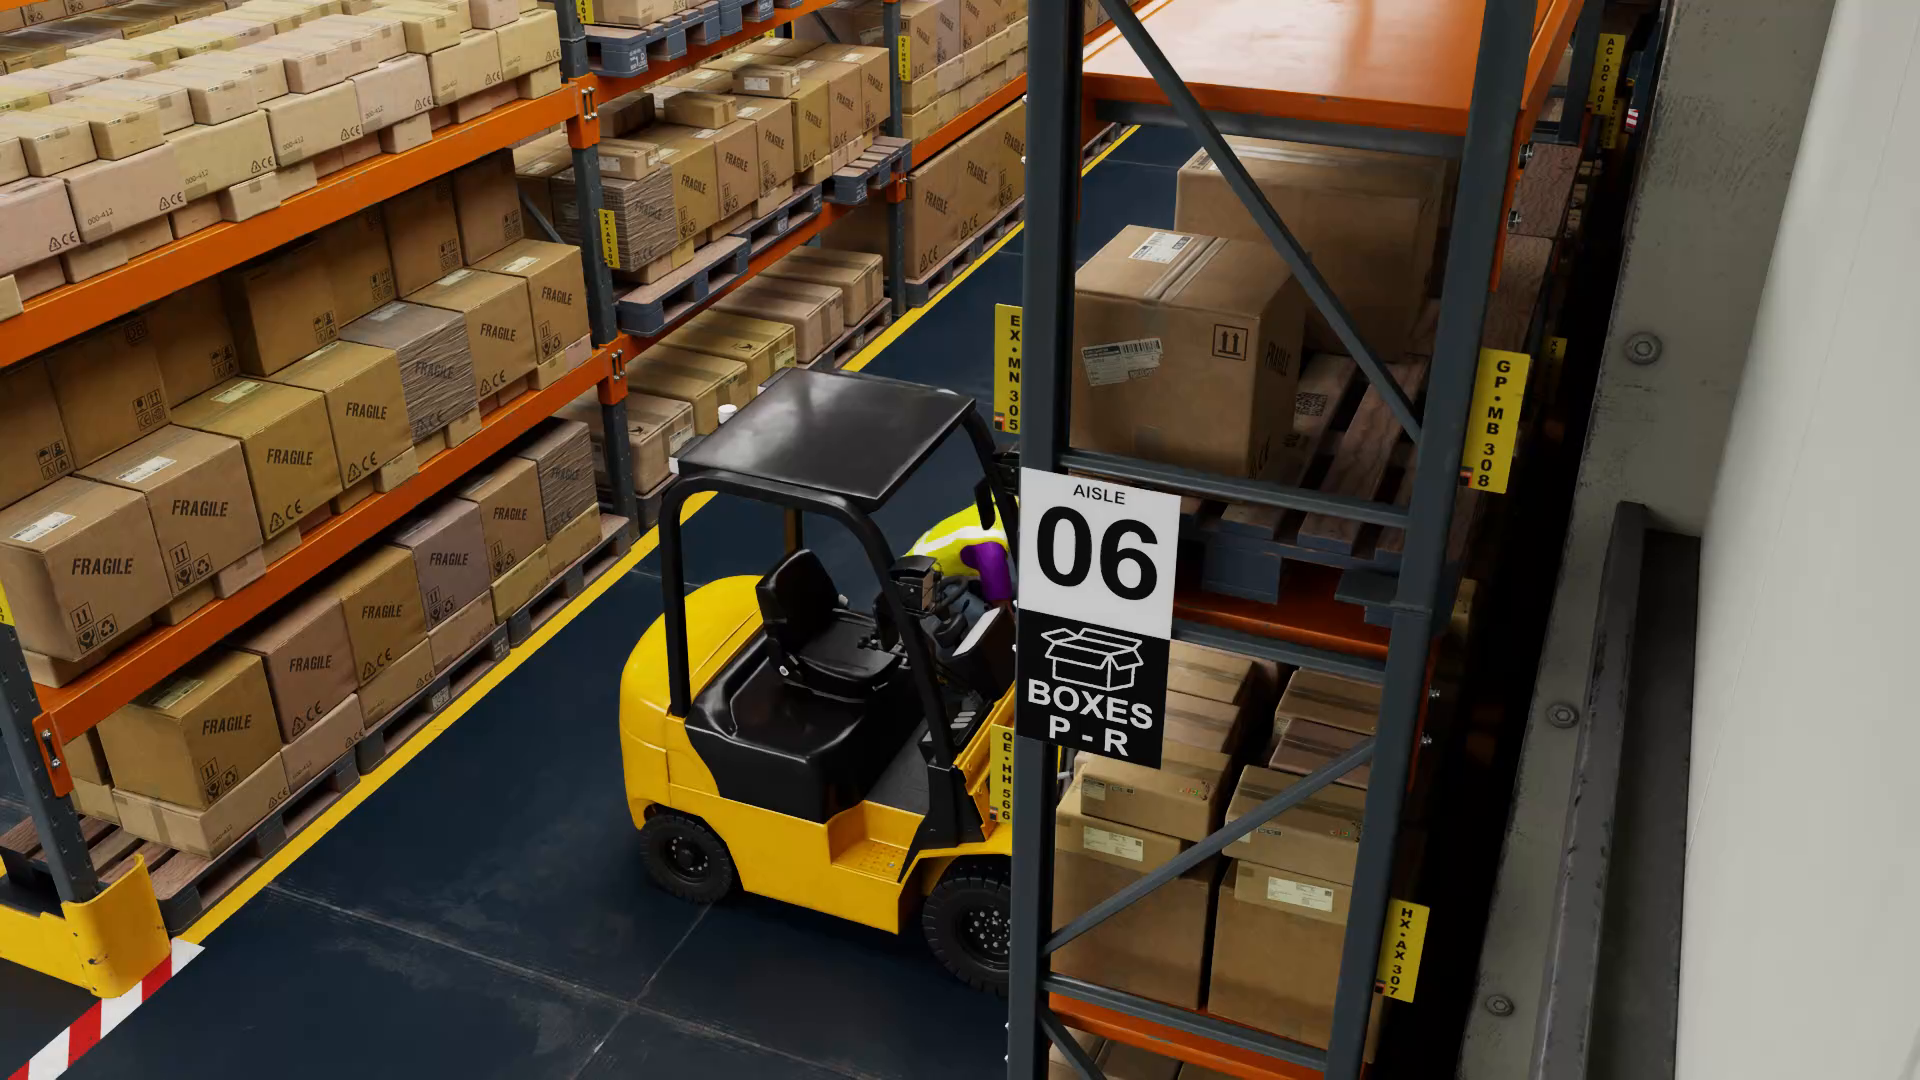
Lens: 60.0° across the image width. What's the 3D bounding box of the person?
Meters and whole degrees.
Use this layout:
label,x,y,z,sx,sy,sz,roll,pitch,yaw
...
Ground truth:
label,x,y,z,sx,sy,sz,roll,pitch,yaw
person,0.127,0.215,8.663,0.860,1.112,0.603,11,31,19
